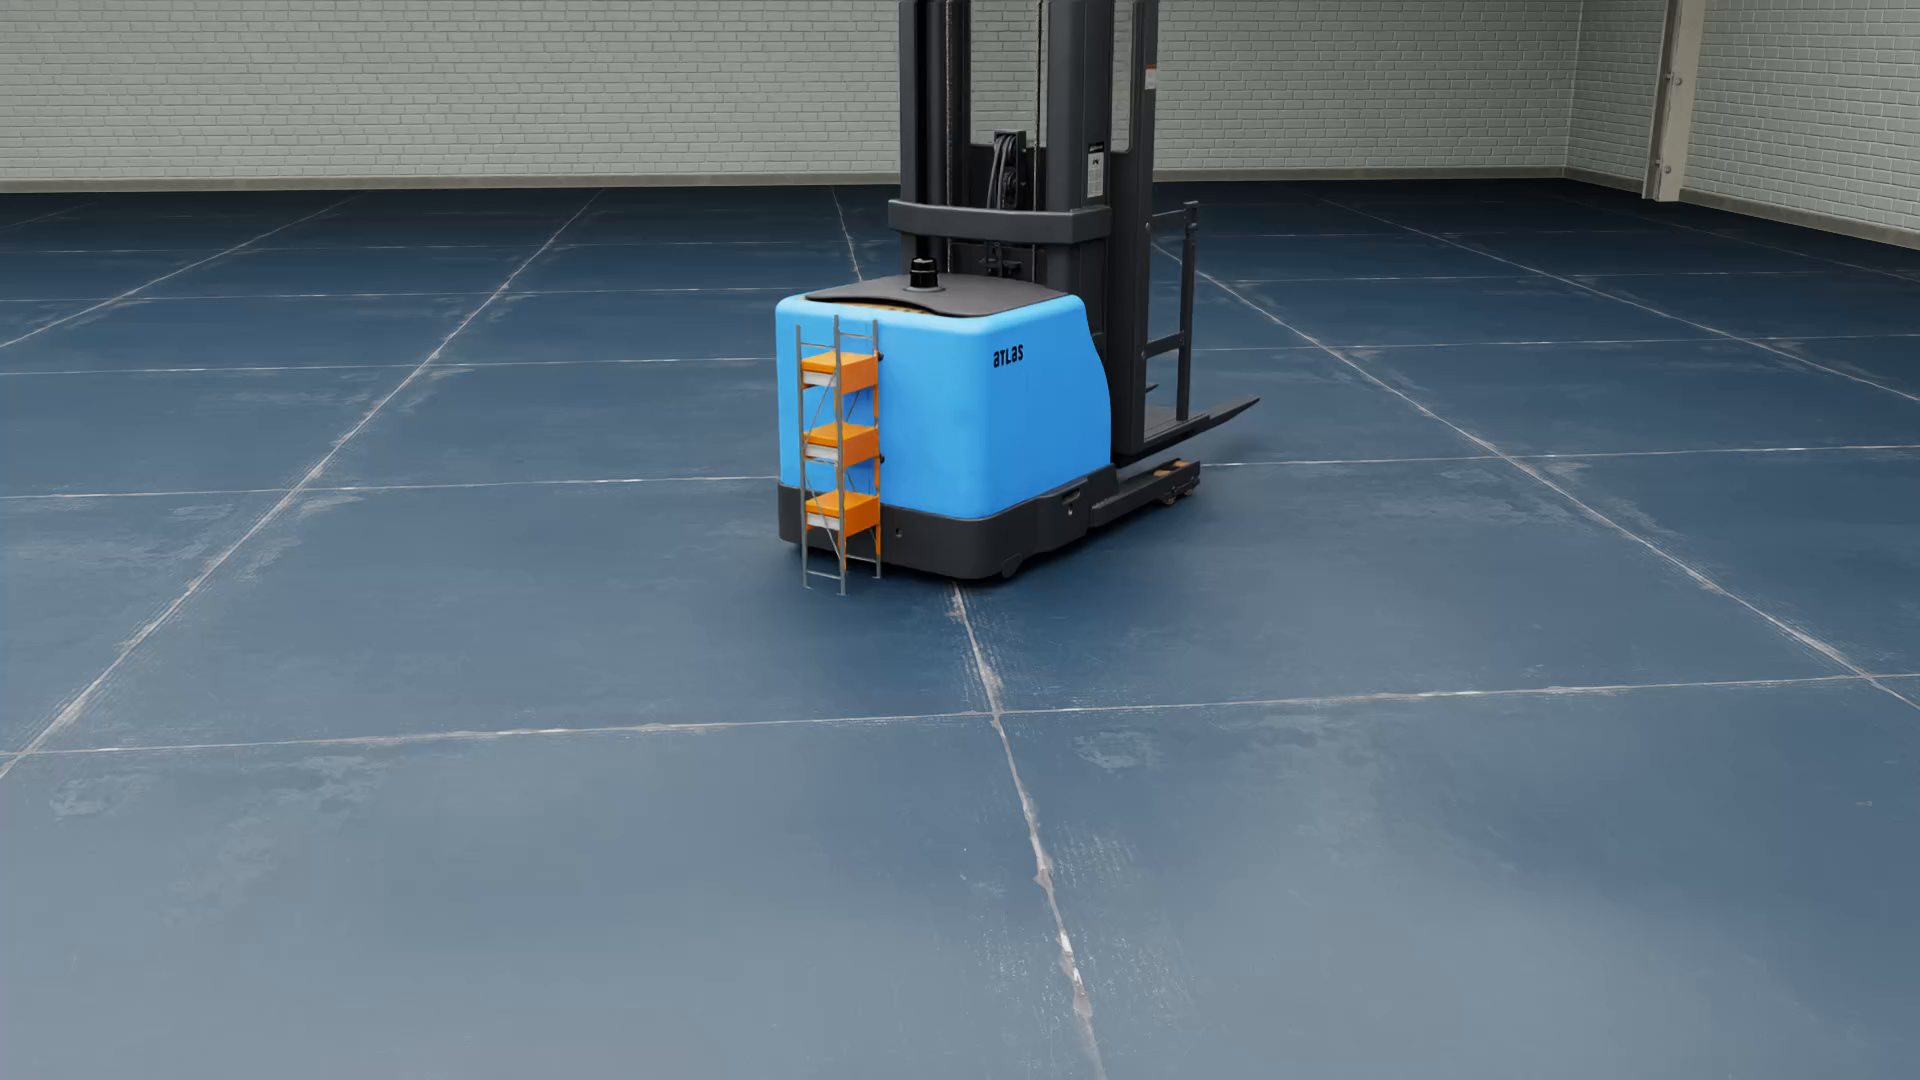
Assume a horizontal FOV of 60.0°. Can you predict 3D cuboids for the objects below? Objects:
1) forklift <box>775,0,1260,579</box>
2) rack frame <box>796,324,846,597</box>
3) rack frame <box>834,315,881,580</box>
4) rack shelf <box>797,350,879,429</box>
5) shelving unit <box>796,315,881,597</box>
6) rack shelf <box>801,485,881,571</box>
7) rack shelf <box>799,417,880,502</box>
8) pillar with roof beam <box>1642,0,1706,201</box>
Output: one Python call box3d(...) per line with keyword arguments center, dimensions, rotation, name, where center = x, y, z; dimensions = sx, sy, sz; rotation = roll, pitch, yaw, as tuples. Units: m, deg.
box3d(center=(0.478, -1.629, 7.472), dimensions=(1.130, 2.935, 3.031), rotation=(11, 21, 32), name="forklift")
box3d(center=(-0.532, -0.296, 6.367), dimensions=(0.200, 1.050, 0.008), rotation=(11, 20, 30), name="rack frame")
box3d(center=(-0.403, -0.358, 6.564), dimensions=(0.200, 1.050, 0.008), rotation=(11, 20, 30), name="rack frame")
box3d(center=(-0.467, -0.588, 6.384), dimensions=(0.215, 0.259, 0.240), rotation=(11, 20, 30), name="rack shelf")
box3d(center=(-0.467, -0.327, 6.466), dimensions=(0.215, 1.050, 0.252), rotation=(11, 20, 30), name="shelving unit")
box3d(center=(-0.467, -0.052, 6.552), dimensions=(0.215, 0.259, 0.240), rotation=(11, 20, 30), name="rack shelf")
box3d(center=(-0.467, -0.317, 6.469), dimensions=(0.215, 0.259, 0.240), rotation=(11, 20, 30), name="rack shelf")
box3d(center=(4.415, -8.383, 18.857), dimensions=(9.100, 9.000, 0.400), rotation=(-2, 18, -6), name="pillar with roof beam")
